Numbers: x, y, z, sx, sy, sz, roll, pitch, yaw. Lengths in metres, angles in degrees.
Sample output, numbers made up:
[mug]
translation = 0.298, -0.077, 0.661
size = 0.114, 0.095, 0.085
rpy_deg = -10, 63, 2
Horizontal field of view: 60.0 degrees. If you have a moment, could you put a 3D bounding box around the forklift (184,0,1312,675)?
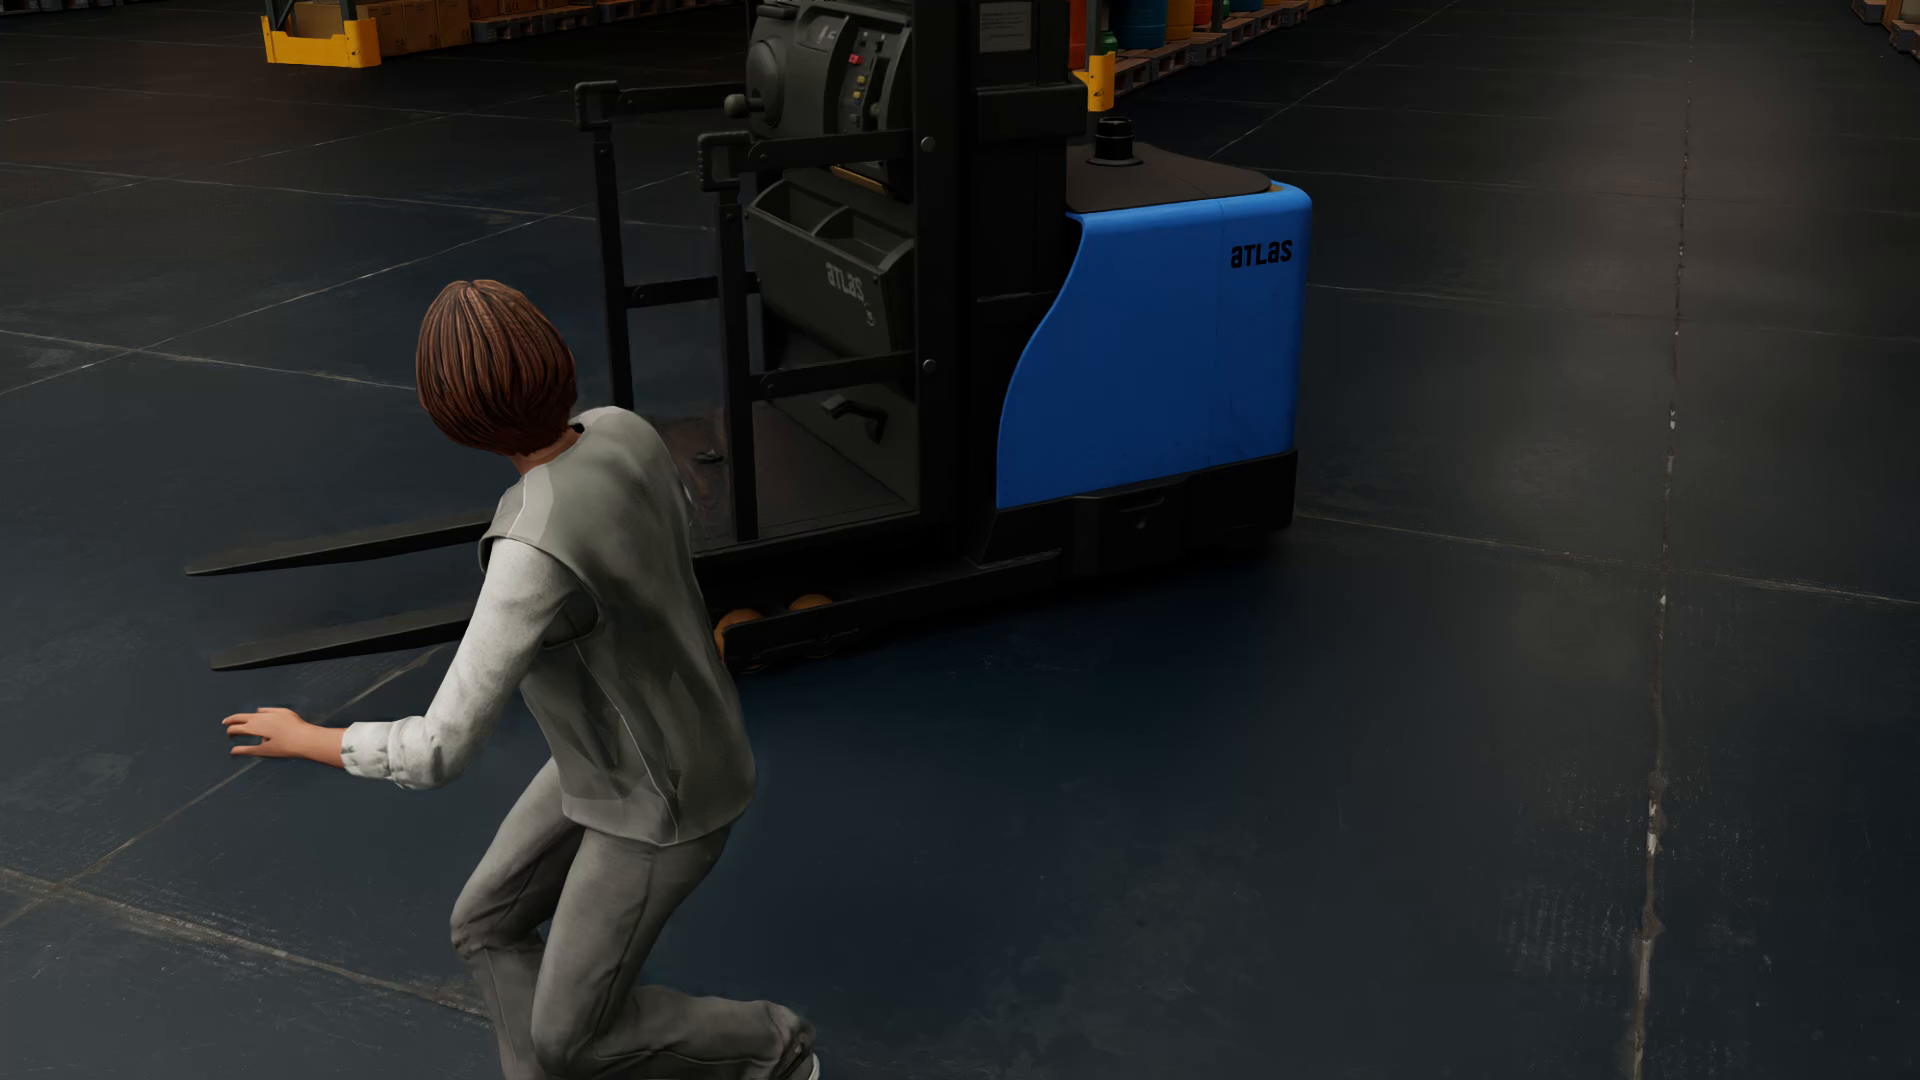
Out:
[forklift]
translation = -0.537, -1.239, 4.256
size = 3.031, 2.935, 1.130
rpy_deg = -12, 25, -26

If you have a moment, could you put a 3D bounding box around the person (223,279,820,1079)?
[person]
translation = -0.613, 0.321, 2.440
size = 0.774, 1.476, 0.744
rpy_deg = -3, 23, -8
